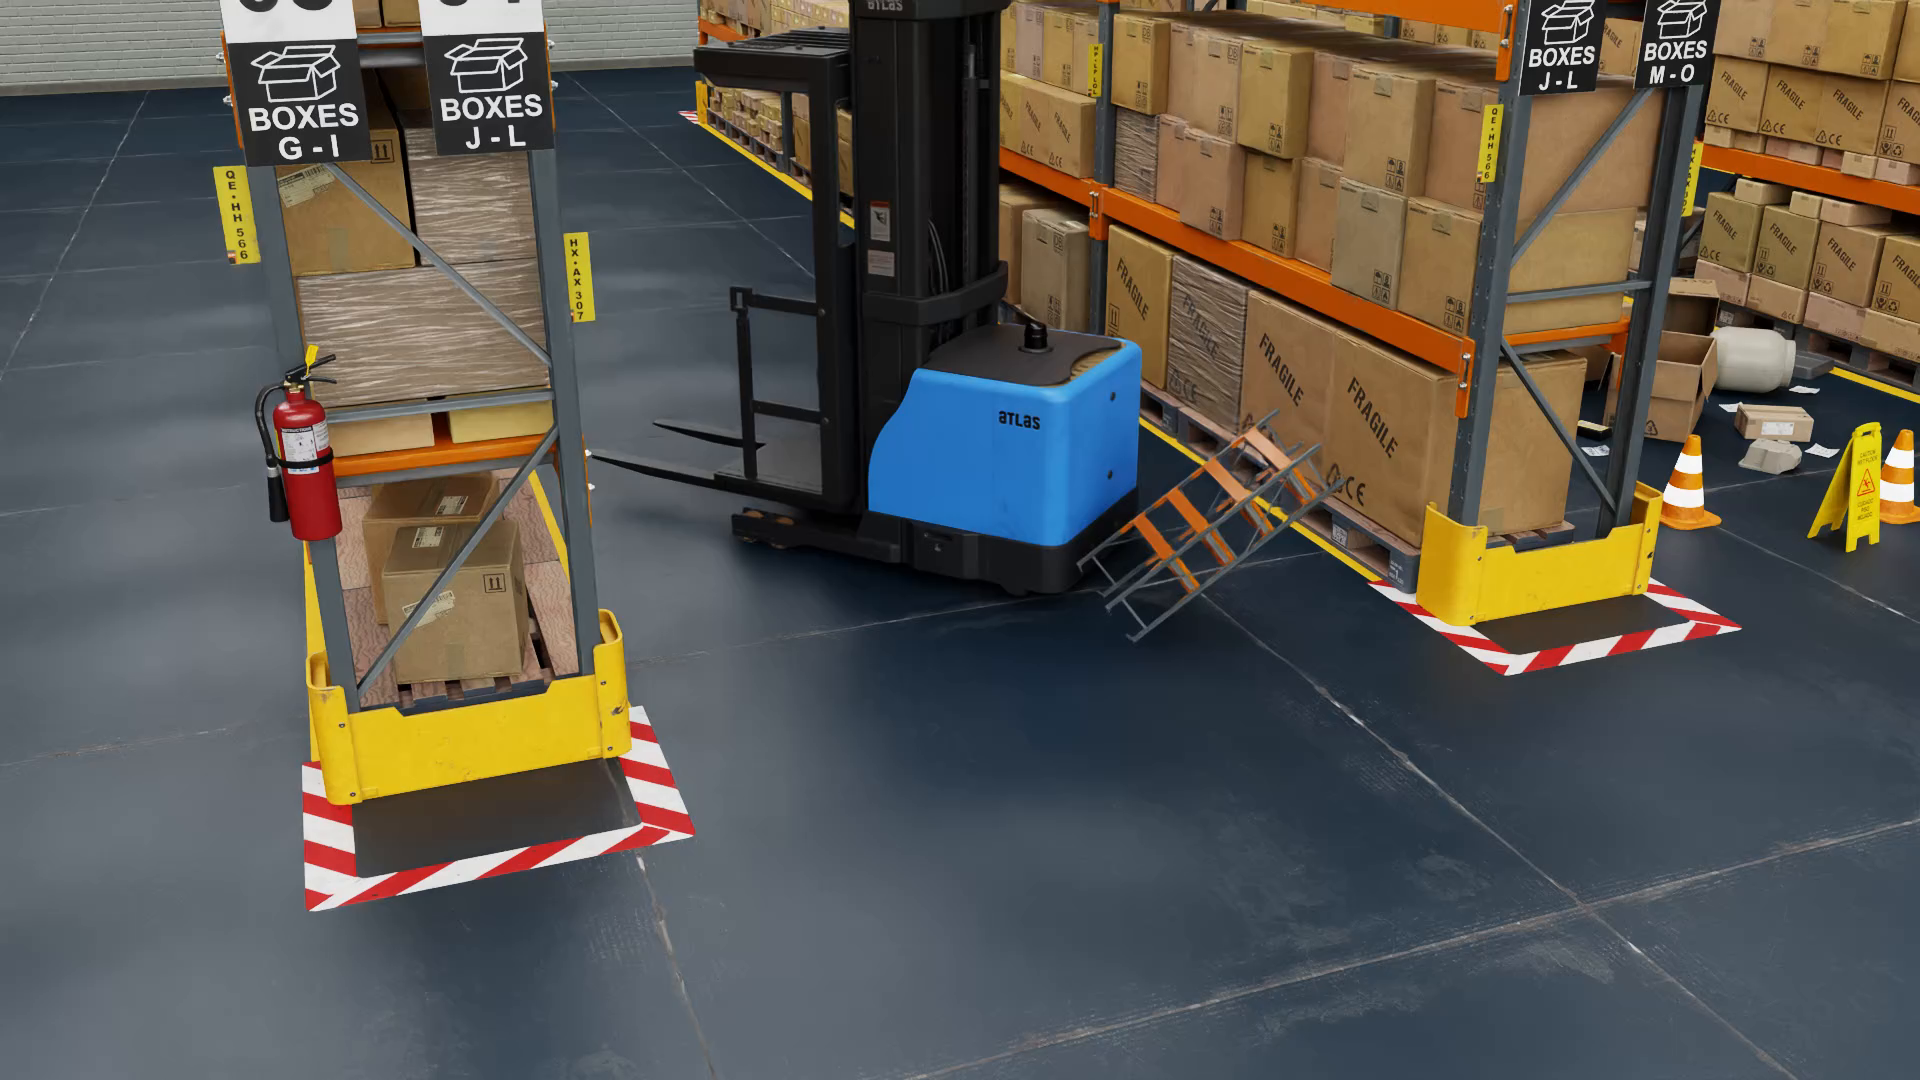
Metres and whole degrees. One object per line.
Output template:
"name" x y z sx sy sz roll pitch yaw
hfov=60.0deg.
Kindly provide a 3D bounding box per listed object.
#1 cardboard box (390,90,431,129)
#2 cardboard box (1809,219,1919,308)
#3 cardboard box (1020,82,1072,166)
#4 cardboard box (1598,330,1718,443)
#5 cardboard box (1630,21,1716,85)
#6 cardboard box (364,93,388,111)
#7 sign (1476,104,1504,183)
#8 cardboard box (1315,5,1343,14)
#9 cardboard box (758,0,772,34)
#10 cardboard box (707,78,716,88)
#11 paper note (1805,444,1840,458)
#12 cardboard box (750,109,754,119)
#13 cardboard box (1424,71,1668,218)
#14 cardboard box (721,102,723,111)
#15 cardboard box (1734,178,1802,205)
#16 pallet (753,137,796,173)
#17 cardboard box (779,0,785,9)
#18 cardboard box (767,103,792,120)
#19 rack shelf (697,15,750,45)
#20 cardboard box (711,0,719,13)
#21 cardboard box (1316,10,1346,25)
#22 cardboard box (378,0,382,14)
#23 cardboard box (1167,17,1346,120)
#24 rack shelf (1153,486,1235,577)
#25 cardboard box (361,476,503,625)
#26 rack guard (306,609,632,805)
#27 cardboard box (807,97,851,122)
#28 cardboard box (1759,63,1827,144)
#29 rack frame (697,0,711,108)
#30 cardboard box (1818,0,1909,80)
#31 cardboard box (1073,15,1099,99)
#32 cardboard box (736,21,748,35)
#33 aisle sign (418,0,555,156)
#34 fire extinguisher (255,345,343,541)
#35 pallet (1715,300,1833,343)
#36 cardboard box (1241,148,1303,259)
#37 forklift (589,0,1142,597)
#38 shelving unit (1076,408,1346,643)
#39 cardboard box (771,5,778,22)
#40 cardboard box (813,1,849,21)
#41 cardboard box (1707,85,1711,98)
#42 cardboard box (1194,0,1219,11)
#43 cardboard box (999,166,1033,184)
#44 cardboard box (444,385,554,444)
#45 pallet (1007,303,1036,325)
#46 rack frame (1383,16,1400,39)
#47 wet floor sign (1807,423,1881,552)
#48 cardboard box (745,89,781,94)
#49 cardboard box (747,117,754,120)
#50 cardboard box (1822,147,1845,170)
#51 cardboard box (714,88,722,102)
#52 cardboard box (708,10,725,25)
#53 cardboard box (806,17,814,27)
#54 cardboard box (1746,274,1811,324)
"cardboard box" -2.004 -1.541 6.745 0.500 0.500 0.500 -8 24 -19
"cardboard box" 6.301 -1.929 11.499 0.500 0.500 0.500 -7 24 -16
"cardboard box" 0.756 -2.957 11.775 0.500 0.500 0.500 -9 24 -20
"cardboard box" 4.388 -0.977 10.421 0.637 0.503 0.797 12 26 27
"cardboard box" 5.586 -3.803 12.859 0.500 0.500 0.500 -9 24 -20
"cardboard box" -2.502 -1.468 6.571 0.500 0.500 0.500 -8 24 -19
"sign" 2.269 -1.694 7.112 0.100 0.325 0.005 -8 24 -19
"cardboard box" 3.934 -5.588 16.729 0.500 0.500 0.500 -8 24 -18
"cardboard box" -1.893 -5.801 18.140 0.500 0.500 0.500 -8 24 -19
"cardboard box" -3.003 -5.852 21.135 0.380 0.149 0.250 -10 25 -21
"paper note" 5.181 -0.539 9.990 0.148 0.019 0.142 -18 29 -37
"cardboard box" -2.266 -5.055 19.628 0.380 0.149 0.250 -10 25 -21
"cardboard box" 2.687 -1.828 7.641 0.875 0.550 0.550 -8 24 -19
"cardboard box" -2.816 -5.496 21.058 0.380 0.149 0.250 -8 24 -19
"cardboard box" 5.908 -2.556 12.151 0.380 0.149 0.250 -8 24 -18
"pallet" -1.728 -4.435 19.001 1.003 0.211 1.213 -8 24 -19
"cardboard box" -1.644 -5.526 17.016 0.380 0.149 0.250 -8 24 -18
"cardboard box" -1.954 -4.816 18.678 0.380 0.149 0.250 -8 24 -18
"rack shelf" -2.164 -5.876 19.756 1.077 0.370 4.000 -8 24 -19
"cardboard box" -2.758 -6.726 20.333 0.500 0.500 0.500 -8 24 -19
"cardboard box" 3.957 -5.232 16.850 0.500 0.250 0.500 -9 24 -20
"cardboard box" -2.011 -2.187 6.409 0.500 0.250 0.500 -9 24 -20
"cardboard box" 1.770 -2.818 9.991 0.875 0.550 0.550 -8 24 -19
"rack shelf" 1.092 -0.035 7.718 0.148 0.258 0.480 -38 25 5
"cardboard box" -2.342 0.040 7.472 0.500 0.500 0.500 -2 23 -5
"rack guard" -1.921 0.647 6.571 1.175 0.500 0.348 -8 24 -19
"cardboard box" -1.253 -4.370 16.969 0.500 0.250 0.500 -8 24 -18
"cardboard box" 6.057 -3.096 11.722 0.500 0.500 0.500 -8 24 -19
"rack frame" -2.871 -6.935 21.341 1.000 3.000 0.127 -8 24 -19
"cardboard box" 6.228 -3.370 11.084 0.700 0.500 0.500 -9 24 -20
"cardboard box" 1.188 -3.261 11.208 0.700 0.500 0.500 -9 24 -20
"cardboard box" -2.397 -5.995 19.436 0.380 0.149 0.250 -8 24 -18
"aisle sign" -1.592 -1.694 5.559 0.394 0.787 0.004 -8 24 -19
"fire extinguisher" -2.285 -0.337 5.786 0.296 0.674 0.183 -8 24 -19
"pallet" 6.234 -1.766 12.668 1.003 0.211 1.213 -8 24 -19
"cardboard box" 2.087 -1.923 9.258 0.875 0.550 0.500 -8 24 -19
"forklift" -0.616 -1.469 8.462 3.031 2.935 1.130 12 26 26
"shelving unit" 1.145 -0.076 7.712 1.200 0.258 0.503 -38 25 5
"cardboard box" -1.749 -5.490 17.313 0.380 0.149 0.250 -8 24 -18
"cardboard box" -1.192 -5.060 15.909 0.380 0.149 0.250 -8 24 -17
"cardboard box" 6.064 -3.612 13.241 0.380 0.149 0.250 -8 24 -18
"cardboard box" 3.029 -6.160 19.052 0.500 0.250 0.500 -9 24 -21
"cardboard box" 0.398 -2.634 13.493 1.050 0.750 0.750 -8 24 -18
"cardboard box" -1.772 -0.498 6.392 0.380 0.149 0.250 -8 24 -19
"pallet" 1.025 -1.559 12.178 1.003 0.211 1.213 -8 24 -19
"rack frame" 4.551 -4.744 16.143 1.000 3.000 0.127 -8 24 -19
"wet floor sign" 4.644 -0.297 8.624 0.267 0.644 0.232 -13 26 -28
"cardboard box" -2.342 -5.298 19.821 0.380 0.149 0.250 -8 24 -19
"cardboard box" -2.310 -4.937 19.731 0.380 0.149 0.250 -8 24 -18
"cardboard box" 6.213 -2.652 11.503 0.380 0.149 0.250 -8 24 -19
"cardboard box" -2.882 -5.619 20.965 0.380 0.149 0.250 -8 24 -19
"cardboard box" -2.889 -6.464 20.548 0.380 0.149 0.250 -9 24 -20
"cardboard box" -1.281 -5.014 16.183 0.380 0.149 0.250 -9 24 -20
"cardboard box" 6.119 -1.773 12.094 0.500 0.250 0.500 -7 24 -16
